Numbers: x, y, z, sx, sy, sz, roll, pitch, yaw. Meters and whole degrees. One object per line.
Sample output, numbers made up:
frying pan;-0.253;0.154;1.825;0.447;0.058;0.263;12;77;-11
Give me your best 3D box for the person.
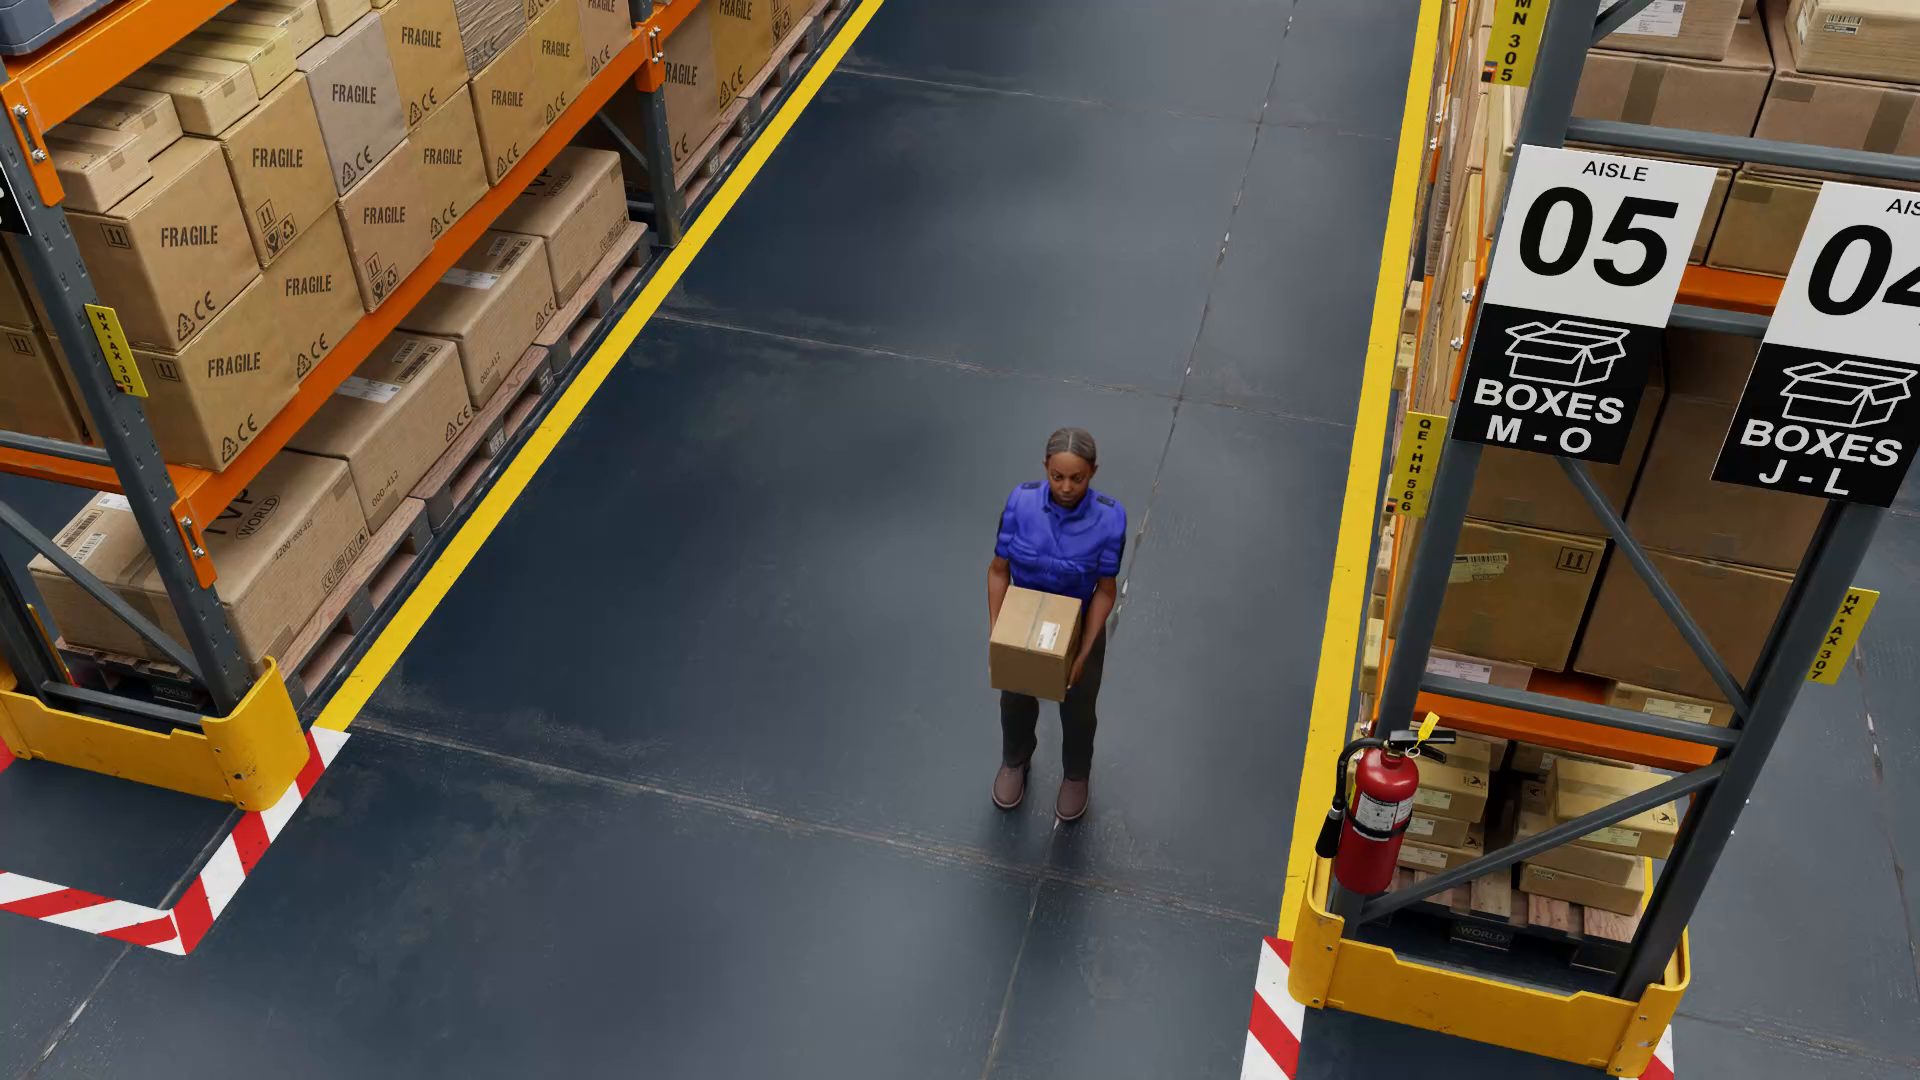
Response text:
person;0.302;0.361;5.759;0.451;1.650;0.518;11;42;12
